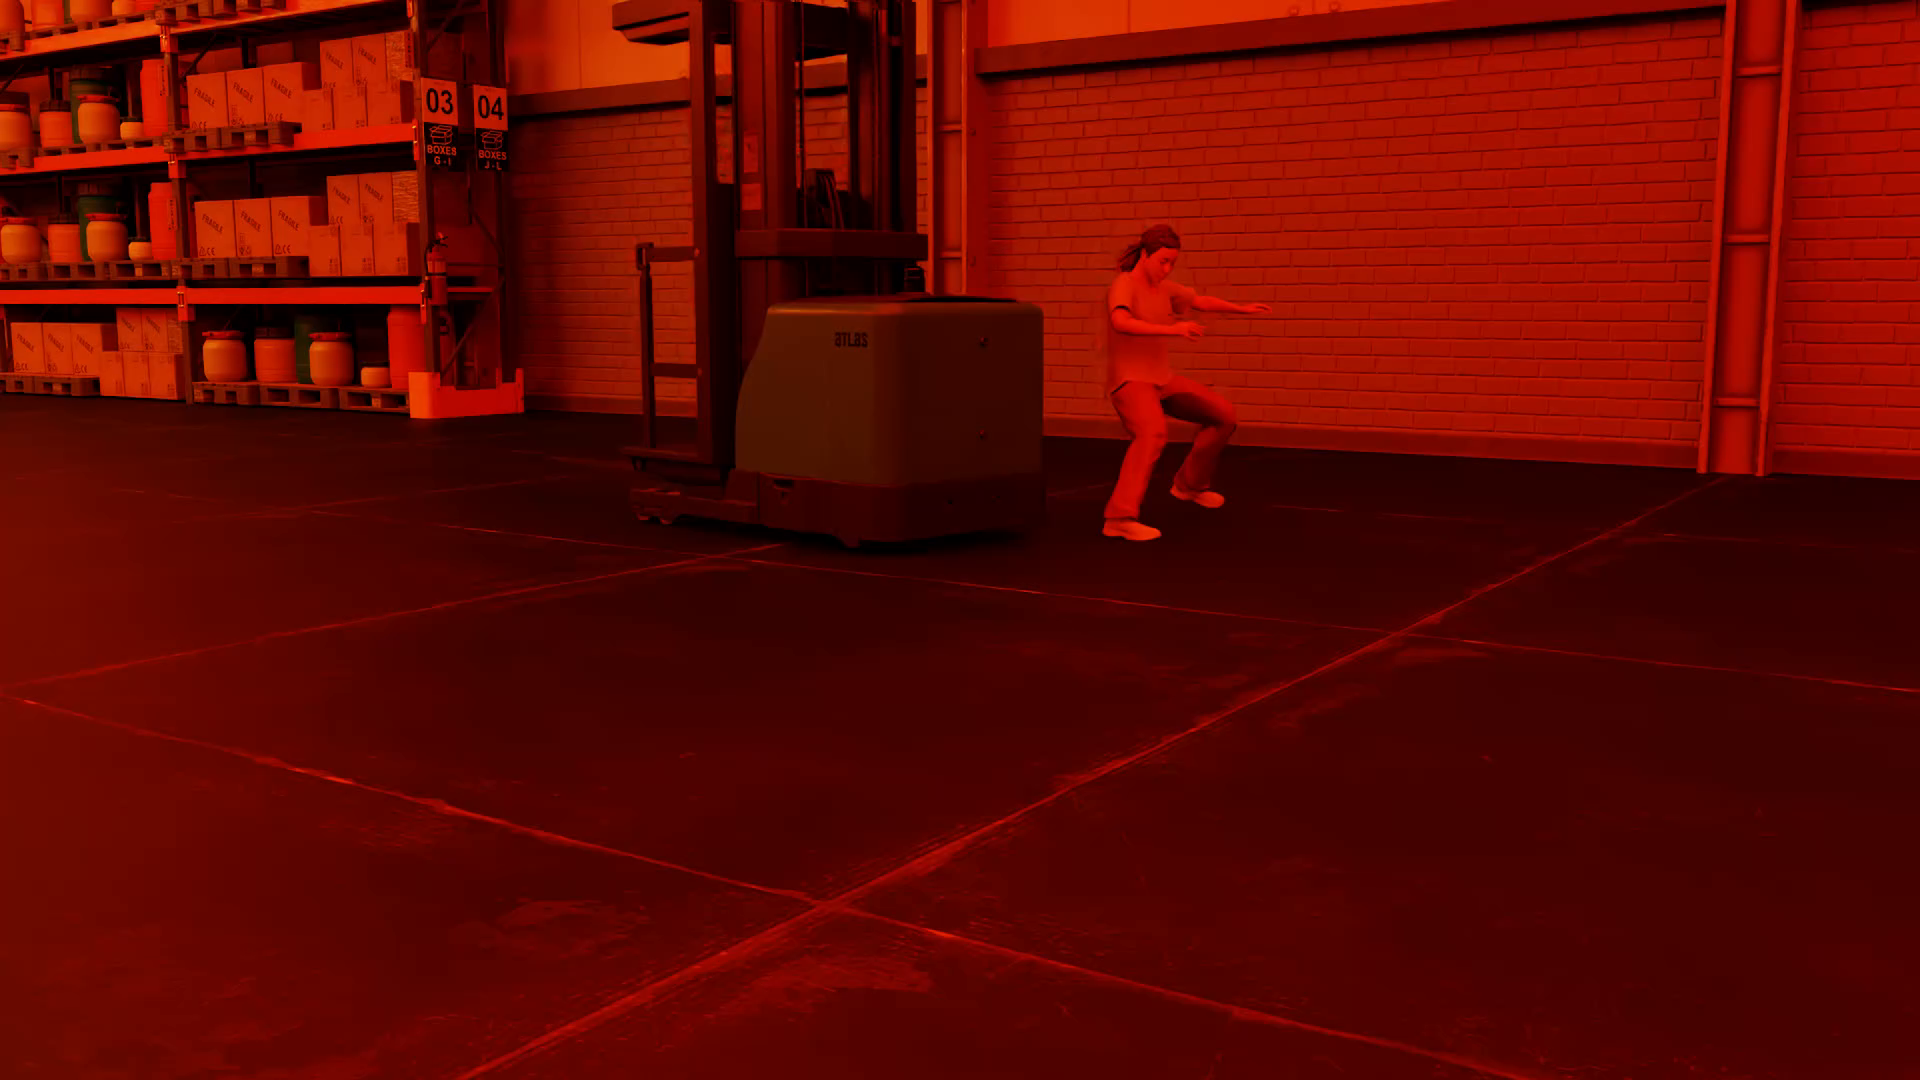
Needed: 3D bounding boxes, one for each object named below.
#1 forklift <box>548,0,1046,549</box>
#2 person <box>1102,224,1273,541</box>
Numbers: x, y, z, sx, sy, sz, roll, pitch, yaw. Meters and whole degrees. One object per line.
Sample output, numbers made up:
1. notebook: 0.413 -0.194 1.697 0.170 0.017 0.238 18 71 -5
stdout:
1. forklift: -0.993 -1.568 8.220 1.130 2.935 3.031 -8 11 -44
2. person: 1.030 -0.786 7.993 0.632 1.443 1.163 8 11 44
